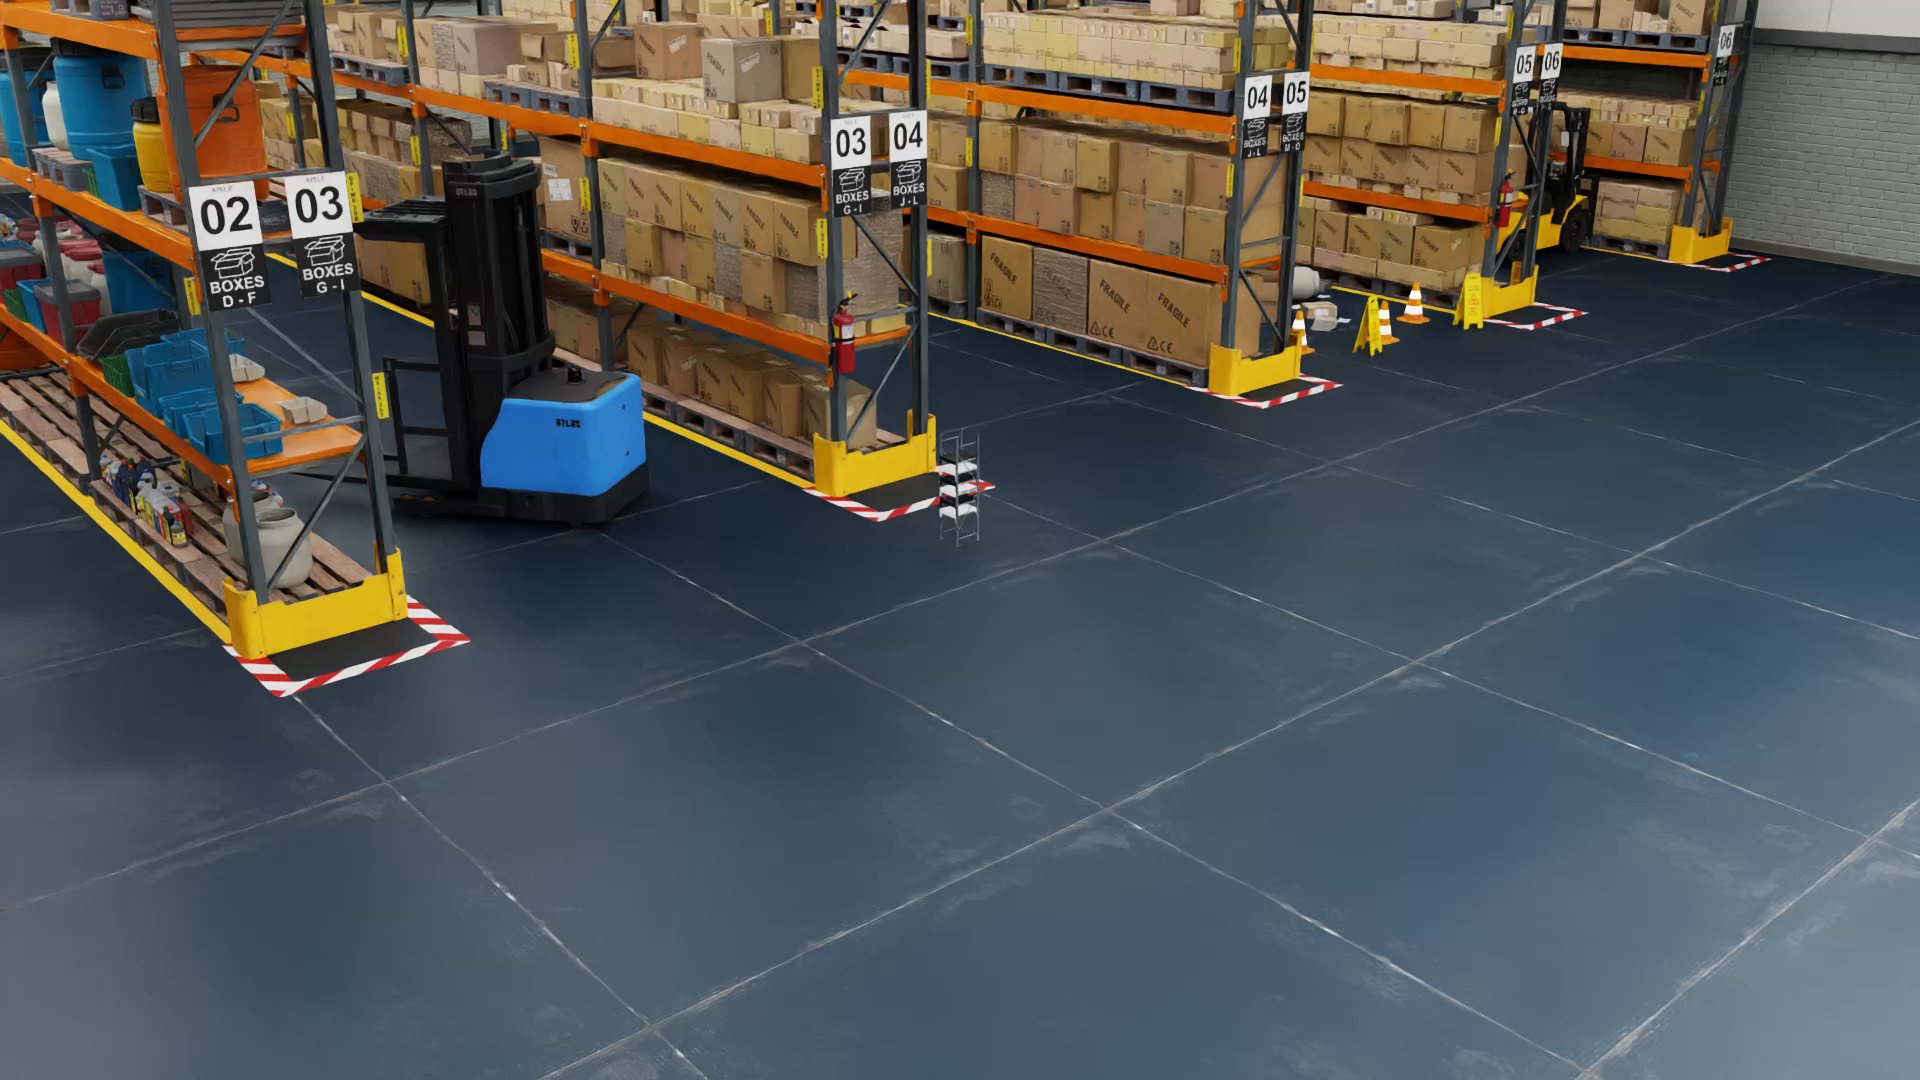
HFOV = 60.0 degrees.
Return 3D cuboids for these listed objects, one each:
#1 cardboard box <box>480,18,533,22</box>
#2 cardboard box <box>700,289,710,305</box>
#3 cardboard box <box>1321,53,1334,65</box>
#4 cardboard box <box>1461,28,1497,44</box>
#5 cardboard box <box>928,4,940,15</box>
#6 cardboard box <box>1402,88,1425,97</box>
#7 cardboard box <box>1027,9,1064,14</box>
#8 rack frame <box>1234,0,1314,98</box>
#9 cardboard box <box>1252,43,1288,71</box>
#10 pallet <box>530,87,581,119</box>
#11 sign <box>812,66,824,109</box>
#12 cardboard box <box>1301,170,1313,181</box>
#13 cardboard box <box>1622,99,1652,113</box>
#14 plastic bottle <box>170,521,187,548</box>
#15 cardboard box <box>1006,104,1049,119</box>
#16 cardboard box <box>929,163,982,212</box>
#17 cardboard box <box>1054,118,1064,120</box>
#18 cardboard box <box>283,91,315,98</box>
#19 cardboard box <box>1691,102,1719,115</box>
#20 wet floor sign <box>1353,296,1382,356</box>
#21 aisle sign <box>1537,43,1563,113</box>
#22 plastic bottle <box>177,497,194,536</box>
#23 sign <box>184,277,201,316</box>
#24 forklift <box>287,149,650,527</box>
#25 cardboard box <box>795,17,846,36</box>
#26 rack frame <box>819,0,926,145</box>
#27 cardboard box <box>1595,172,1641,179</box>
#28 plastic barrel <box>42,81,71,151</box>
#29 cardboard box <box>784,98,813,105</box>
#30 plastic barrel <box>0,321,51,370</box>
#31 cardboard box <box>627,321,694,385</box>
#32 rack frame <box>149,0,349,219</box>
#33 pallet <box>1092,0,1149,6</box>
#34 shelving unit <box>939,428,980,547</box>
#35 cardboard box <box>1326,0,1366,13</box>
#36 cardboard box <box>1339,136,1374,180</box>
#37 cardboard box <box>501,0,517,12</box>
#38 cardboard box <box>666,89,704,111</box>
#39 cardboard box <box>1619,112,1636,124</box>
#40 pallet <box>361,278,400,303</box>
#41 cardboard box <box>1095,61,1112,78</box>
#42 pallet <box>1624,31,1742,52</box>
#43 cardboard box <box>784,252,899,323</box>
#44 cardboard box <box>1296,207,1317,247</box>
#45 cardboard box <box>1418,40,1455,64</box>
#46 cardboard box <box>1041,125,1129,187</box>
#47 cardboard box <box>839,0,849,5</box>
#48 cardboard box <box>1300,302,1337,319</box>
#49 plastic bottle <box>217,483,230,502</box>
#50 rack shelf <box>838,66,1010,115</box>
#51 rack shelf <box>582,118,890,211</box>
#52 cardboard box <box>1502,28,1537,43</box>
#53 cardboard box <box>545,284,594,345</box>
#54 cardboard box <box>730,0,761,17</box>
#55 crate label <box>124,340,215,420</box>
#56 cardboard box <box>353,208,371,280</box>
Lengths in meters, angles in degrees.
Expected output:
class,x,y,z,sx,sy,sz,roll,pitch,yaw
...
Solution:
class,x,y,z,sx,sy,sz,roll,pitch,yaw
cardboard box,-5.077,-5.596,18.723,0.500,0.500,0.500,-18,27,-38
cardboard box,-2.210,-2.309,15.610,0.380,0.149,0.250,-17,27,-37
cardboard box,4.889,-6.238,21.528,0.380,0.149,0.250,-19,28,-39
cardboard box,6.225,-6.035,19.917,0.380,0.149,0.250,-17,27,-37
cardboard box,-0.463,-8.646,27.078,0.380,0.166,0.250,-20,29,-41
cardboard box,7.263,-7.105,26.485,0.380,0.149,0.250,-17,27,-37
cardboard box,0.994,-6.047,19.235,0.380,0.149,0.250,-18,28,-38
rack frame,3.125,-5.867,16.125,1.000,3.000,0.127,-17,27,-37
cardboard box,3.004,-4.976,17.047,0.500,0.250,0.500,-18,27,-38
pallet,-3.632,-4.531,17.085,1.213,0.211,1.003,-17,27,-37
sign,-1.132,-3.603,13.244,0.100,0.325,0.005,-17,27,-37
cardboard box,4.696,-4.905,22.238,0.380,0.149,0.250,-16,27,-36
cardboard box,9.691,-6.212,23.796,0.380,0.149,0.250,-17,27,-37
plastic bottle,-5.982,-0.047,12.725,0.097,0.201,0.097,0,21,0
cardboard box,1.078,-6.727,26.066,0.500,0.250,0.500,-18,27,-38
cardboard box,-0.029,-4.306,20.228,0.500,0.500,0.500,-18,27,-38
cardboard box,1.658,-6.435,25.569,0.380,0.149,0.250,-19,29,-40
cardboard box,-9.309,-6.128,23.787,0.500,0.500,0.500,-19,28,-39
cardboard box,10.510,-6.094,23.495,0.380,0.149,0.250,-18,28,-38
wet floor sign,4.644,-2.441,18.832,0.232,0.644,0.267,17,27,36
aisle sign,7.084,-5.547,19.970,0.394,0.787,0.004,-17,27,-37
plastic bottle,-6.045,-0.187,12.969,0.061,0.283,0.133,-17,27,-37
sign,-6.638,-2.104,14.363,0.100,0.325,0.005,-17,27,-37
forklift,-4.277,-1.739,13.904,3.031,2.935,1.130,5,22,13
cardboard box,-1.791,-6.629,21.593,0.500,0.311,0.500,-17,27,-37
rack frame,-0.699,-4.714,13.182,1.000,3.000,0.127,-17,27,-37
cardboard box,9.749,-5.299,24.725,0.500,0.250,0.500,-18,27,-38
plastic barrel,-6.930,-3.326,13.020,0.421,0.512,0.421,0,21,0
cardboard box,-1.337,-3.860,14.773,0.380,0.149,0.250,-18,27,-38
plastic barrel,-10.005,-2.268,17.563,0.600,0.830,0.708,-17,27,-37
cardboard box,-3.079,-1.938,17.170,0.500,0.500,0.500,-18,28,-39
rack frame,-4.451,-3.535,10.171,1.000,3.000,0.127,-17,27,-37
pallet,3.106,-9.891,30.768,1.213,0.211,1.003,-17,27,-37
shelving unit,-0.005,-0.421,13.326,0.258,0.900,0.210,-17,27,-37
cardboard box,6.298,-8.819,26.925,0.500,0.500,0.500,-17,27,-36
cardboard box,5.282,-4.973,21.522,0.500,0.500,0.500,-17,27,-37
cardboard box,-7.223,-8.868,27.420,0.500,0.250,0.500,-17,27,-37
cardboard box,-2.451,-4.024,15.191,0.380,0.149,0.250,-18,28,-38
cardboard box,9.663,-6.062,23.821,0.380,0.149,0.250,-18,27,-38
pallet,-7.170,-3.406,21.890,1.003,0.211,1.213,-17,27,-37
cardboard box,1.656,-5.028,17.728,0.380,0.149,0.250,-17,27,-37
pallet,10.125,-7.020,23.302,1.003,0.211,1.213,-17,27,-37
cardboard box,-1.037,-2.265,14.608,0.875,0.500,0.500,-17,27,-37
cardboard box,4.737,-4.277,22.458,0.500,0.500,0.500,-16,27,-35
cardboard box,5.953,-5.965,20.286,0.500,0.250,0.500,-18,28,-38
cardboard box,1.424,-4.335,18.754,0.875,0.550,0.550,-17,27,-37
cardboard box,-1.856,-9.291,28.610,0.380,0.149,0.250,-17,27,-36
cardboard box,4.424,-2.834,20.515,0.380,0.149,0.250,-4,22,-10
plastic bottle,-6.064,-0.464,13.678,0.061,0.283,0.133,-17,27,-37
rack shelf,-0.792,-5.793,21.036,1.077,0.370,4.000,-17,27,-37
rack shelf,-2.004,-3.535,15.271,1.077,0.370,4.000,-17,27,-37
cardboard box,6.732,-6.078,20.027,0.380,0.149,0.250,-18,27,-38
cardboard box,-4.357,-2.533,18.662,0.500,0.500,0.700,20,29,41
cardboard box,-2.904,-7.272,22.638,0.396,0.266,0.258,-17,27,-37
crate label,-5.857,-1.203,12.393,0.502,0.435,0.616,-17,27,-37
cardboard box,-7.515,-4.024,21.982,1.225,0.875,0.875,-19,28,-39
